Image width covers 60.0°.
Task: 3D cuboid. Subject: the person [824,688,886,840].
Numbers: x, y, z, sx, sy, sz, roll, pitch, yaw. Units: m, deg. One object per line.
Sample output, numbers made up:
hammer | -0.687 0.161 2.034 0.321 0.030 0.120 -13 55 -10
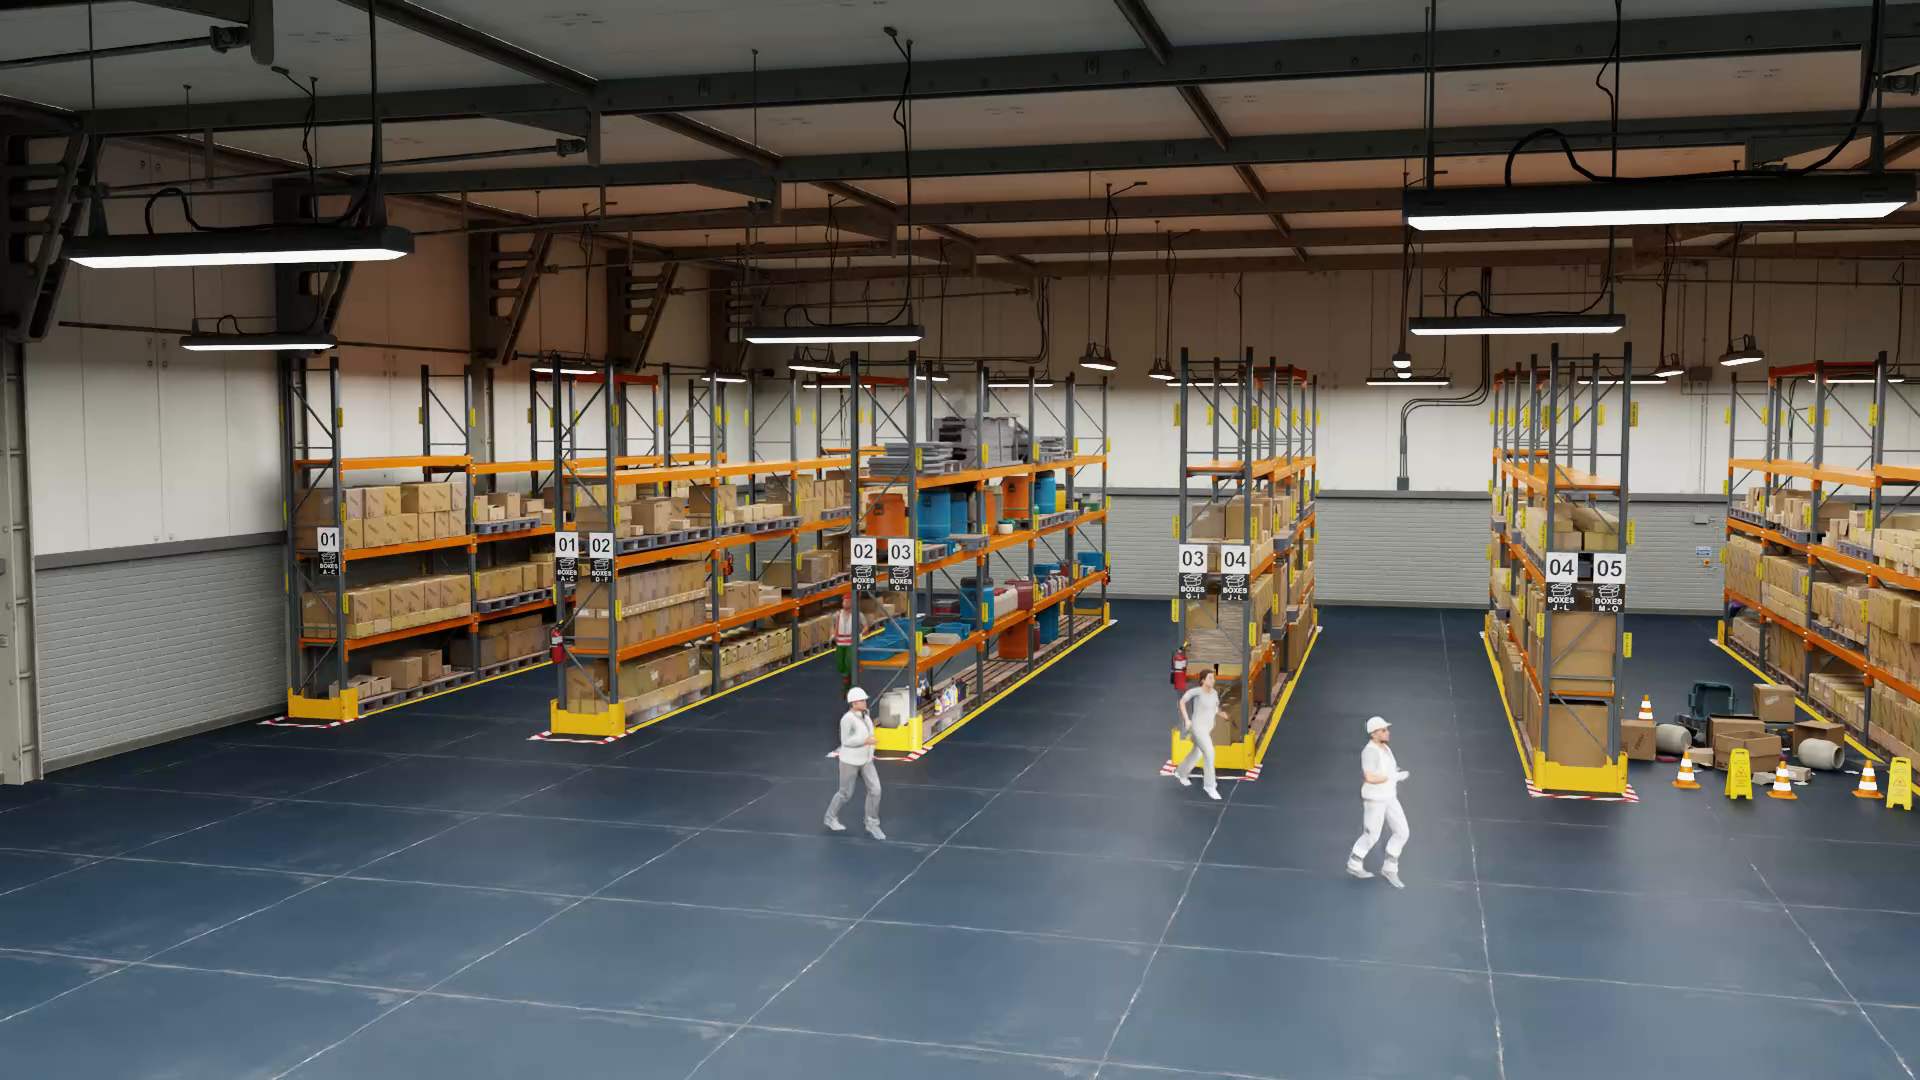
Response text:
person | -1.243 2.655 19.830 0.845 1.811 0.605 3 5 36

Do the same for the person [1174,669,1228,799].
person | 3.195 2.550 22.184 0.496 1.702 0.890 -4 6 -44

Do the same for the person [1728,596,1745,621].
person | 17.773 1.466 37.894 0.582 1.543 0.548 -4 6 -43

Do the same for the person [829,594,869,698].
person | -1.891 1.777 28.258 0.656 1.737 0.704 1 4 9

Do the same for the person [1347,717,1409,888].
person | 4.495 2.807 17.762 0.720 1.839 0.631 4 6 42
